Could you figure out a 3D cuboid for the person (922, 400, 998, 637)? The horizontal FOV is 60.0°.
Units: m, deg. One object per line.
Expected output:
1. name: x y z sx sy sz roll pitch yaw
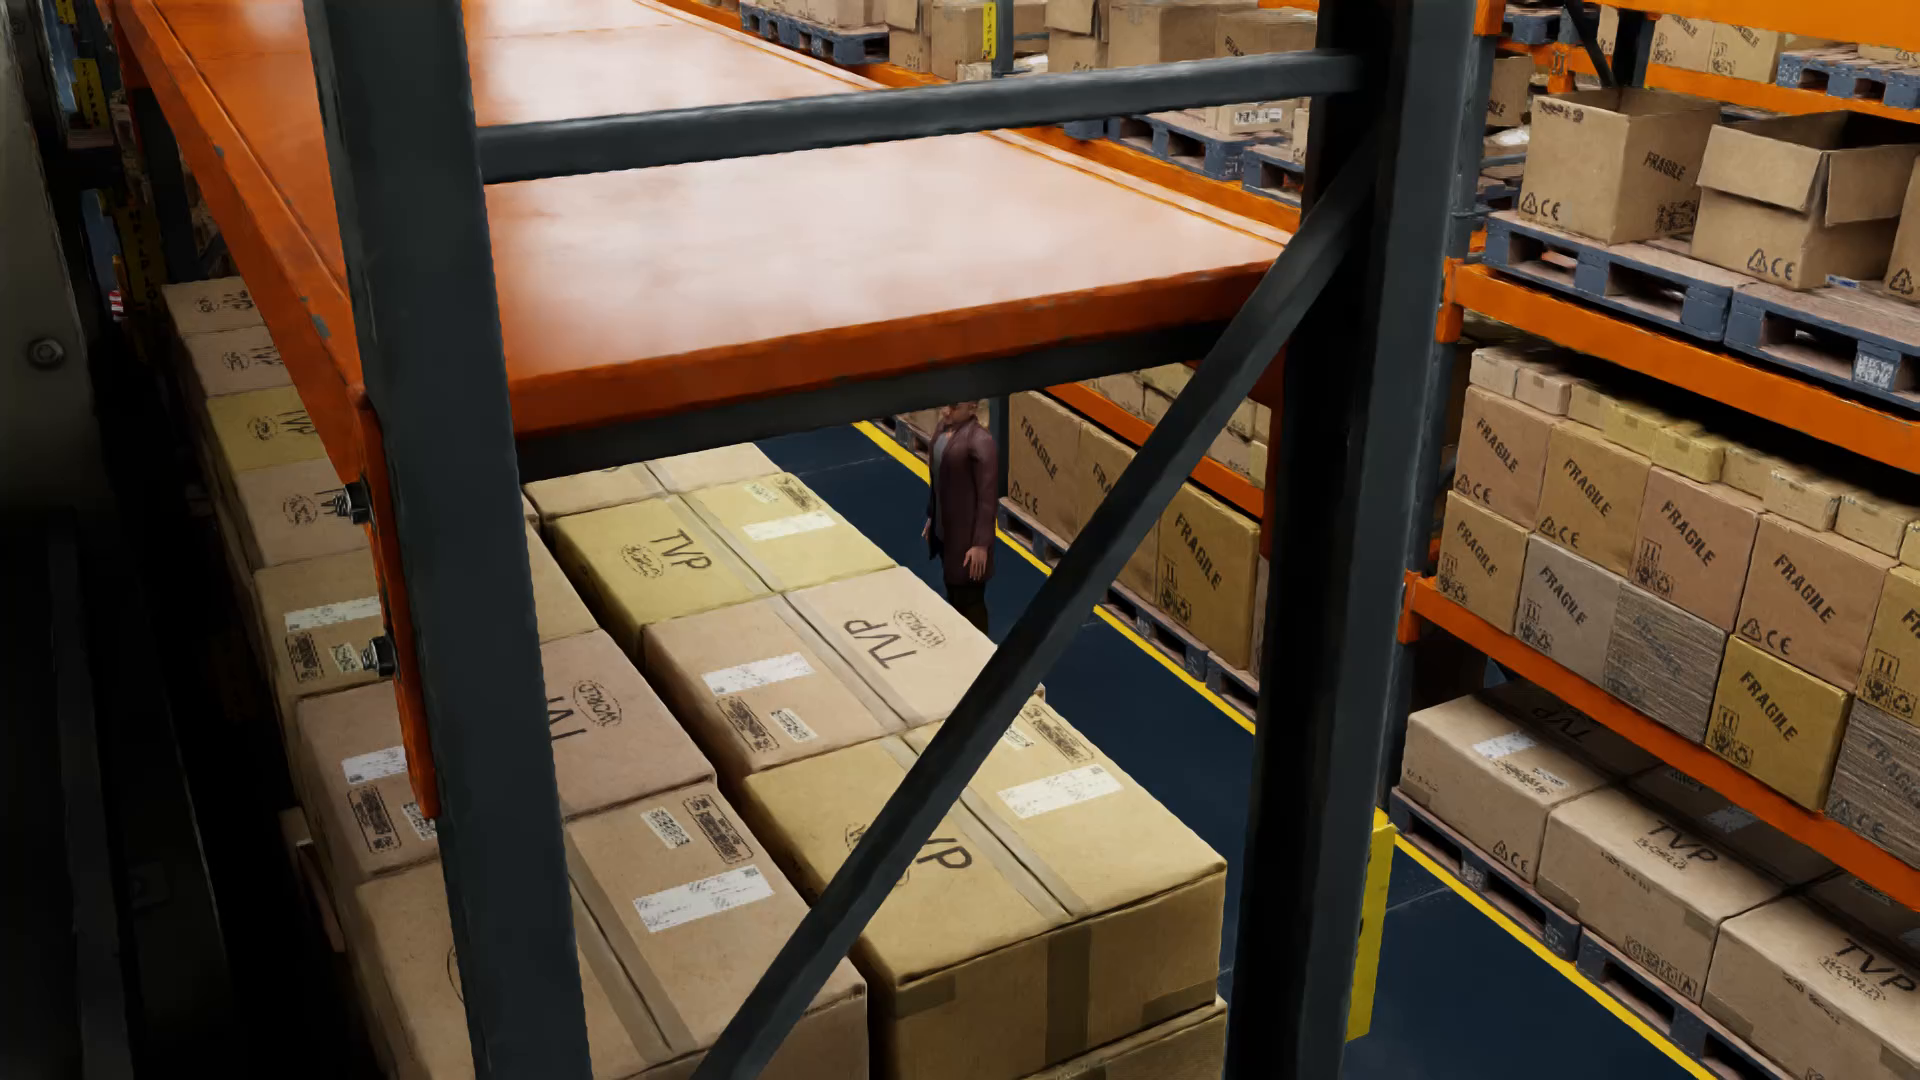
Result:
1. person: -0.019 -0.033 9.121 0.468 1.787 0.698 -11 27 -22
